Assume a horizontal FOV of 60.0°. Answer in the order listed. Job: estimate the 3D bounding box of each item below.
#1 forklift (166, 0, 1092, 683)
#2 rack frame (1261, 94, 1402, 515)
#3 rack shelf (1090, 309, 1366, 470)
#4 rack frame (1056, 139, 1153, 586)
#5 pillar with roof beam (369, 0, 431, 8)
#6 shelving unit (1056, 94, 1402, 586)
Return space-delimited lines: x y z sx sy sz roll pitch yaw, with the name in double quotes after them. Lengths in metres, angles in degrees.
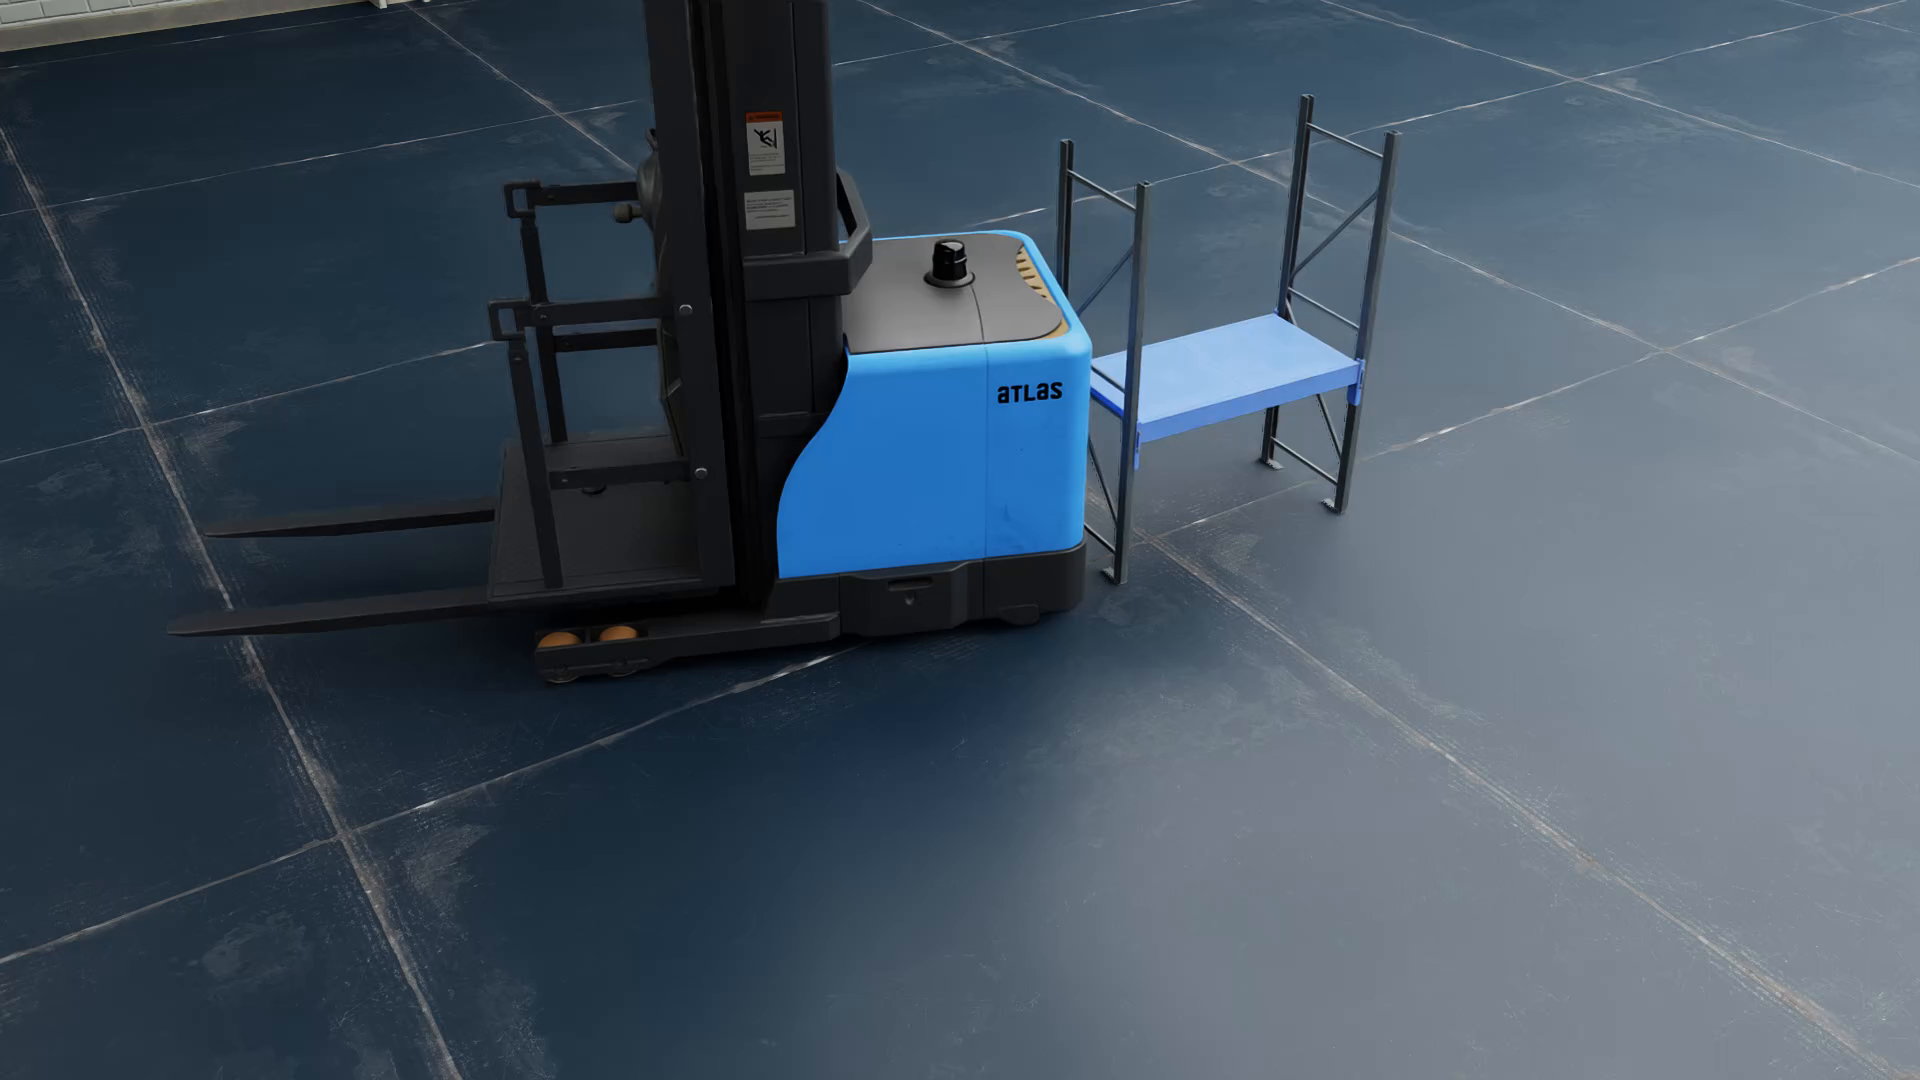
-1.133 -1.073 5.204 3.031 2.935 1.130 -6 33 -9 "forklift"
1.359 -0.852 6.195 0.032 1.500 0.500 -16 36 -24 "rack frame"
0.914 -0.569 6.083 1.000 0.185 0.538 -16 36 -24 "rack shelf"
0.469 -0.590 5.779 0.032 1.500 0.500 -16 36 -24 "rack frame"
-2.006 -6.052 7.410 0.400 9.000 9.100 -19 37 -27 "pillar with roof beam"
0.914 -0.721 5.987 1.048 1.500 0.538 -16 36 -24 "shelving unit"
